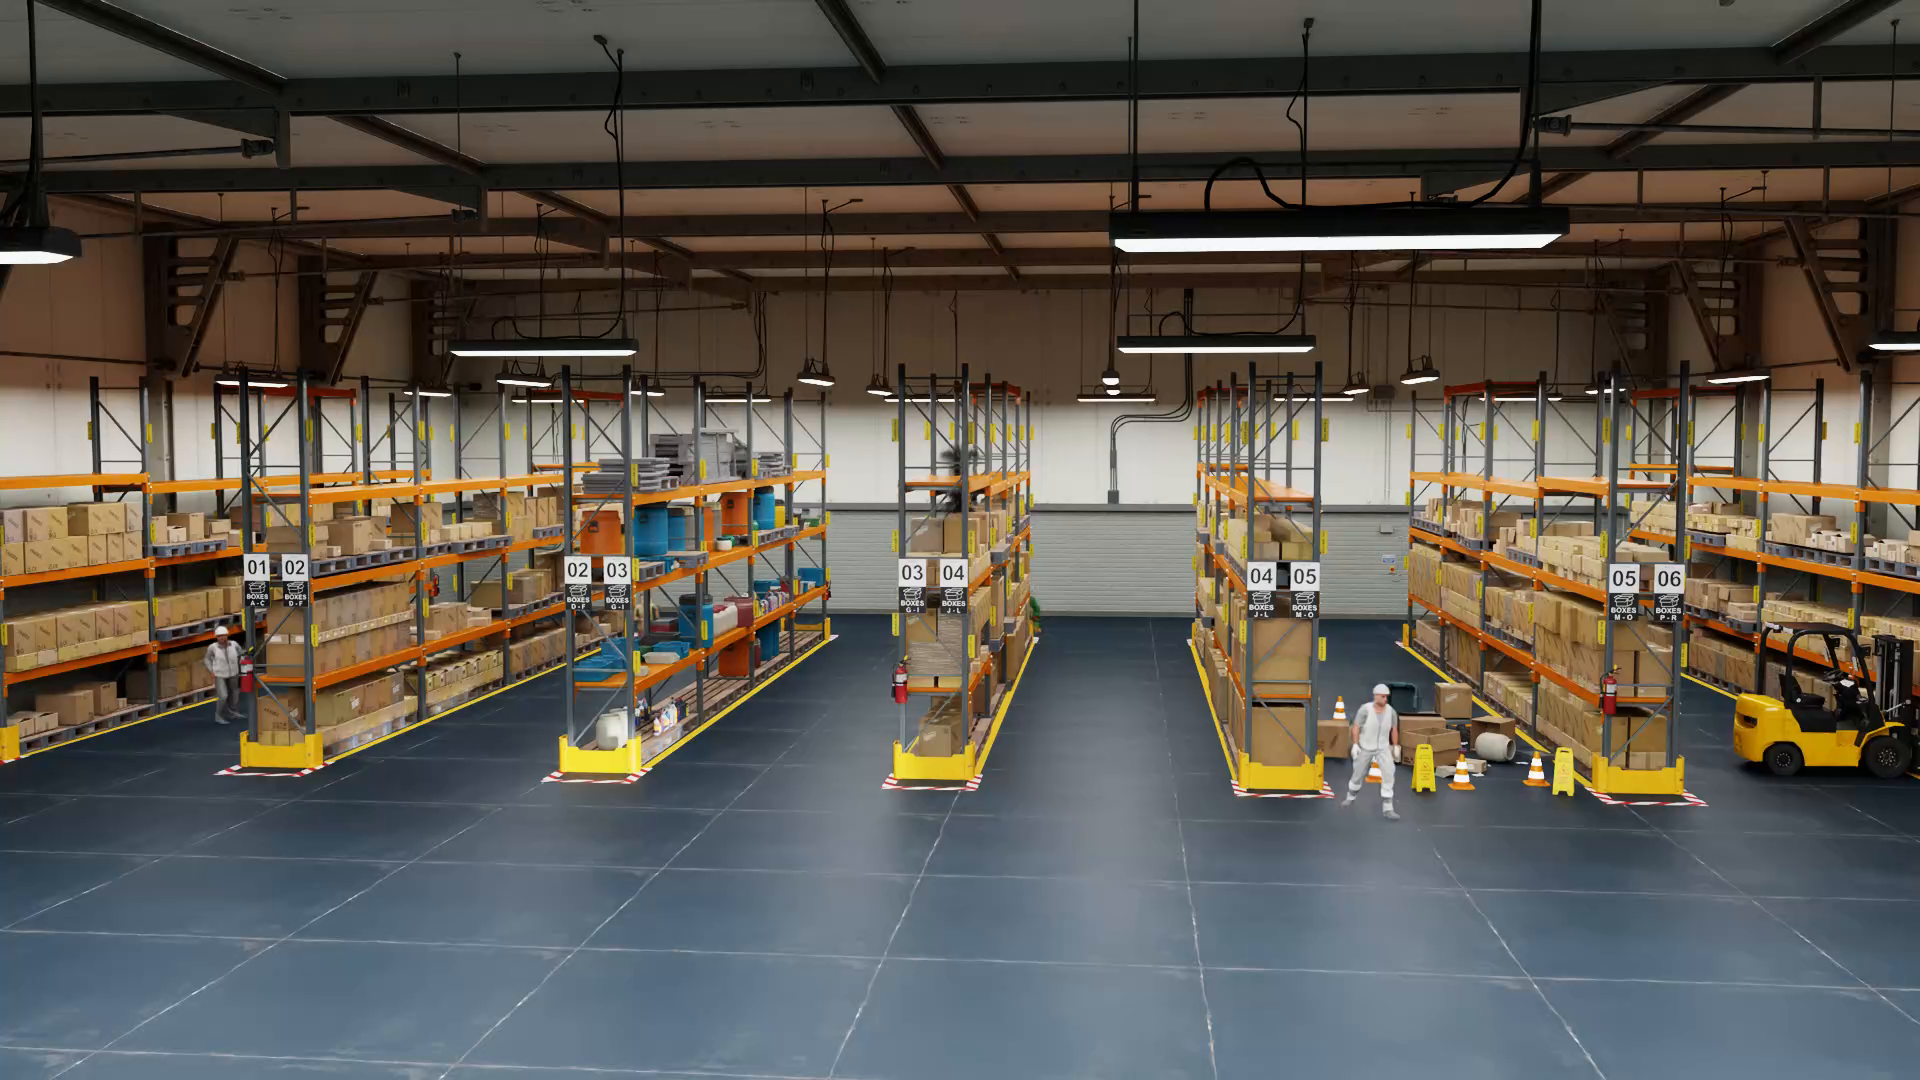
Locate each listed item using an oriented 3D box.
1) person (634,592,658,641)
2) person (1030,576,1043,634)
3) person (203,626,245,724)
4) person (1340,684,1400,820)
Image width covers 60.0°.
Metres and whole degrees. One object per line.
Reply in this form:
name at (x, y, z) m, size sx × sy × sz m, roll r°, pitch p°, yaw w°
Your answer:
person at (-6.768, 1.905, 35.806) m, size 0.585 × 1.596 × 0.910 m, roll -1°, pitch 4°, yaw -10°
person at (1.637, 1.441, 41.587) m, size 0.822 × 1.805 × 0.671 m, roll 3°, pitch 4°, yaw 35°
person at (-12.661, 2.326, 28.757) m, size 0.810 × 1.715 × 0.687 m, roll 3°, pitch 5°, yaw 41°
person at (5.432, 2.731, 21.818) m, size 0.732 × 1.731 × 0.937 m, roll 0°, pitch 4°, yaw -7°
